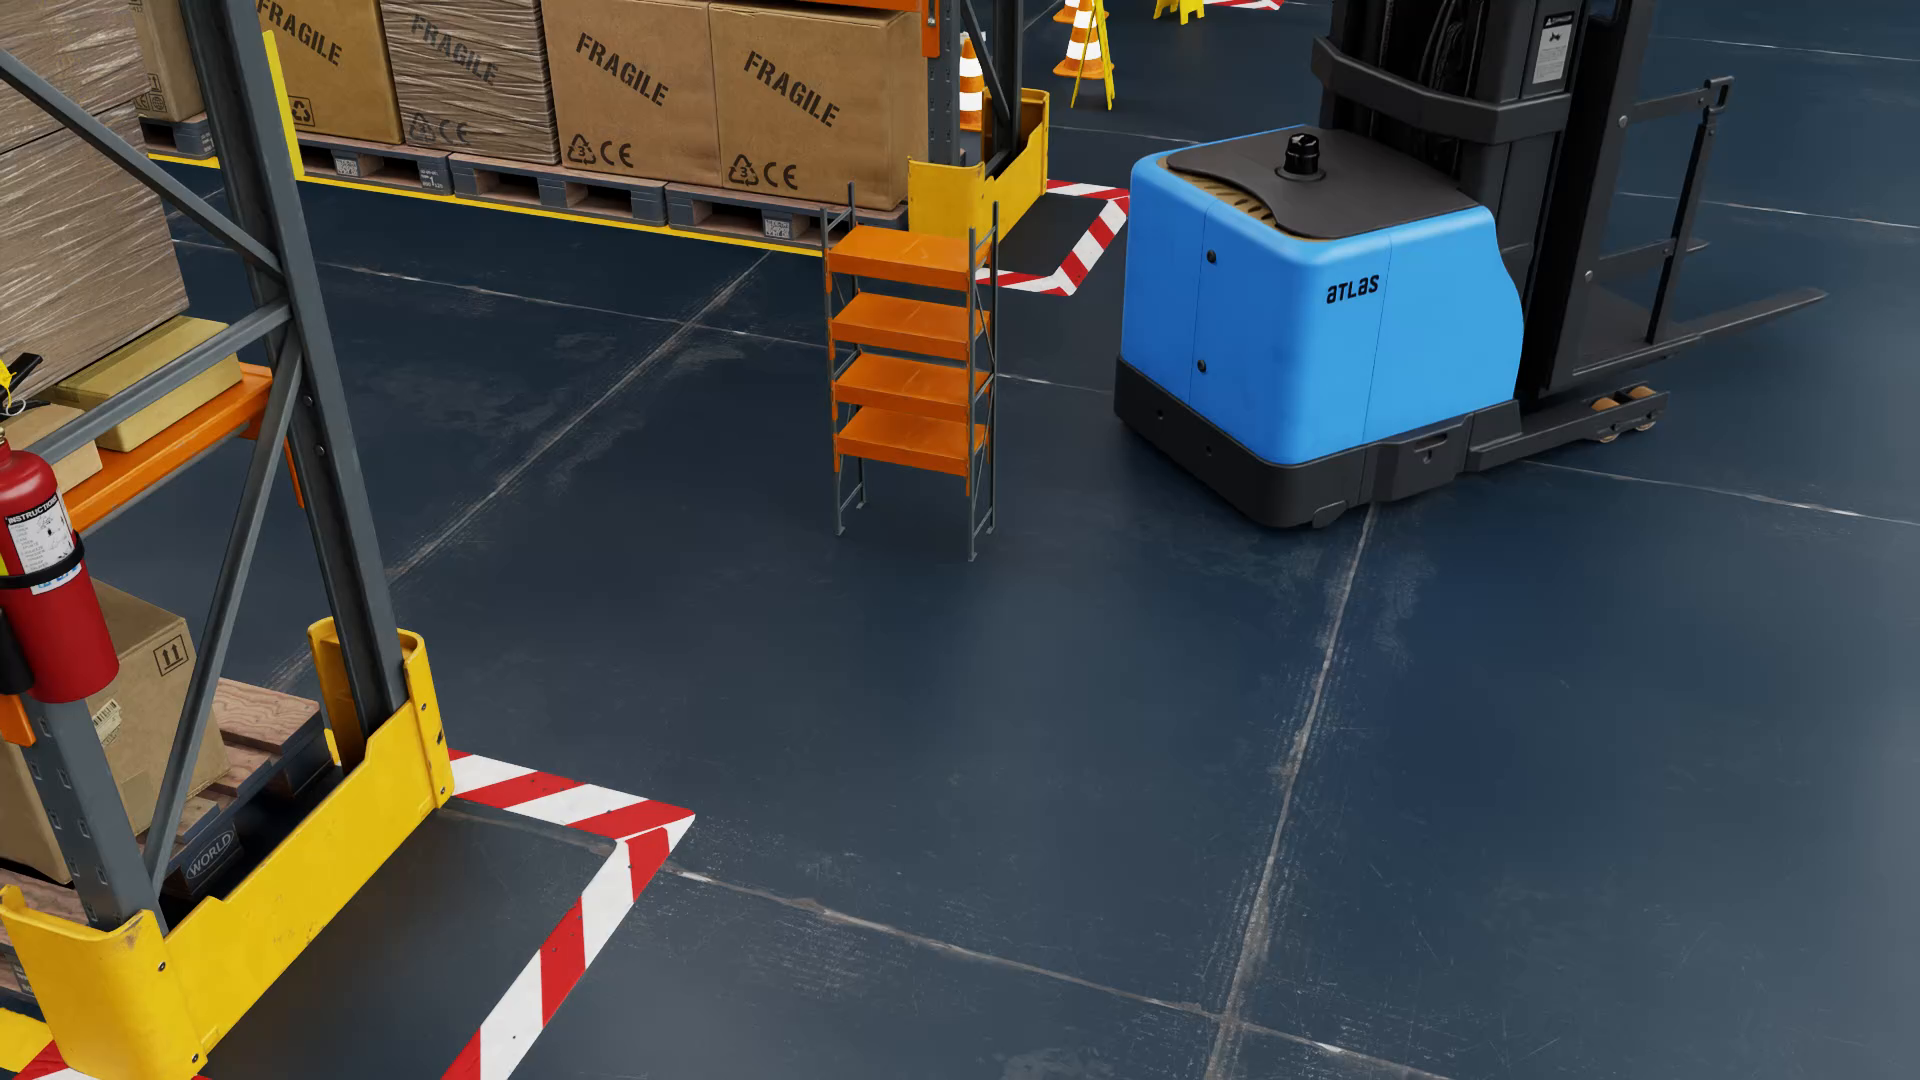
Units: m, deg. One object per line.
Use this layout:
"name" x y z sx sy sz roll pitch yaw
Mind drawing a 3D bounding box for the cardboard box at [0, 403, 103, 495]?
"cardboard box" -2.026 -0.141 3.435 0.250 0.149 0.380 11 34 16

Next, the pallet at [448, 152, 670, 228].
"pallet" -1.843 -1.973 8.611 1.213 0.211 1.003 11 34 16

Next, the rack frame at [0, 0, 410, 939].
"rack frame" -1.688 -0.300 3.449 0.127 3.000 1.000 11 34 16

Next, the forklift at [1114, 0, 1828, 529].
"forklift" 2.132 -1.836 5.891 3.031 2.935 1.130 -17 36 -24

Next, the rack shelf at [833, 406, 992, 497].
"rack shelf" -0.156 -0.311 5.616 0.480 0.148 0.258 11 34 16

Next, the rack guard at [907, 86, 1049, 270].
"rack guard" 0.103 -1.760 8.014 0.348 0.500 1.175 11 34 16

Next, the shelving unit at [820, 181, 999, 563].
"shelving unit" -0.156 -0.534 5.471 0.503 1.200 0.258 11 34 16

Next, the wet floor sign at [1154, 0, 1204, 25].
"wet floor sign" 1.473 -3.790 11.025 0.232 0.644 0.267 24 40 32

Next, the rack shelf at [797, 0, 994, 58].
"rack shelf" -1.802 -2.878 8.105 4.000 0.370 1.077 11 34 16

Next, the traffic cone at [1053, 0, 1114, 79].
"traffic cone" 0.761 -3.085 10.102 0.334 0.463 0.336 11 34 16

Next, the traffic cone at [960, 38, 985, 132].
"traffic cone" 0.060 -2.571 9.305 0.334 0.463 0.336 11 34 16

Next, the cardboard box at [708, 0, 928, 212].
"cardboard box" -0.580 -2.188 7.945 0.875 0.875 0.875 11 35 17

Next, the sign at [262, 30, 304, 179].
"sign" -1.505 -0.941 3.643 0.005 0.325 0.100 11 34 16

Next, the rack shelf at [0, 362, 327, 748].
"rack shelf" -3.571 -0.364 4.211 4.000 0.370 1.077 11 34 16

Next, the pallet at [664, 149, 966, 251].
"pallet" -0.698 -1.749 8.264 1.213 0.211 1.003 11 34 16

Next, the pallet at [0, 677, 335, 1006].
"pallet" -2.512 0.691 4.485 1.213 0.211 1.003 11 34 16

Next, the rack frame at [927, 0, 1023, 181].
"rack frame" 0.081 -2.814 7.343 0.127 3.000 1.000 11 34 16

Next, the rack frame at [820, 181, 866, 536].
"rack frame" -0.386 -0.579 5.541 0.015 1.200 0.240 11 34 16

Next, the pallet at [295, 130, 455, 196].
"pallet" -2.995 -2.195 8.956 1.213 0.211 1.003 11 34 16

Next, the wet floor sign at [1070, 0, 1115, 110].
"wet floor sign" 0.776 -2.831 9.539 0.232 0.644 0.267 5 33 8

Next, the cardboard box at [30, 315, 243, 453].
"cardboard box" -1.876 -0.368 3.787 0.250 0.149 0.380 11 34 16

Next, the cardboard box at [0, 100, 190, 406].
"cardboard box" -2.196 -0.582 3.519 0.500 0.500 0.875 11 34 16

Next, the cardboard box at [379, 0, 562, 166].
"cardboard box" -2.267 -2.516 8.453 0.875 0.875 0.875 11 35 17

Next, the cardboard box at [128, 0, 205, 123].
"cardboard box" -4.300 -2.845 9.078 0.750 0.750 1.050 11 34 16

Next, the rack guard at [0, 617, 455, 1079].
"rack guard" -1.759 0.736 4.149 0.348 0.500 1.175 11 34 16

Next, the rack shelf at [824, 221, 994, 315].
"rack shelf" -0.156 -0.864 5.258 0.480 0.148 0.258 11 34 16

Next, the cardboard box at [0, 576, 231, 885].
"cardboard box" -2.270 0.451 4.203 0.500 0.500 0.500 18 37 25

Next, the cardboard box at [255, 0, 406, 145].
"cardboard box" -3.116 -2.679 8.706 0.875 0.875 0.875 12 35 17

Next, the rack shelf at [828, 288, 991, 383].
"rack shelf" -0.156 -0.666 5.387 0.480 0.148 0.258 11 34 16

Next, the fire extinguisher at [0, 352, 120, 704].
"fire extinguisher" -1.736 -0.011 3.073 0.183 0.674 0.296 11 34 16

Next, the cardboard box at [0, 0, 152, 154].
"cardboard box" -2.114 -1.127 3.442 0.500 0.500 0.500 11 34 16

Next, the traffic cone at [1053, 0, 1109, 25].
"traffic cone" 0.816 -3.714 11.076 0.334 0.463 0.336 11 34 16

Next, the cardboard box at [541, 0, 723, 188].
"cardboard box" -1.409 -2.348 8.193 0.875 0.875 0.875 10 34 16

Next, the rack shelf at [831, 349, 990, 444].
"rack shelf" -0.156 -0.478 5.508 0.480 0.148 0.258 11 34 16

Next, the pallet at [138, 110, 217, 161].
"pallet" -4.437 -2.477 9.392 1.213 0.211 1.003 11 34 16

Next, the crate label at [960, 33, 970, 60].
"crate label" 0.000 -3.061 10.364 0.298 0.136 0.250 -6 33 -9

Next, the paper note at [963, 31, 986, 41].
"paper note" 0.094 -3.269 10.786 0.142 0.019 0.148 0 33 0

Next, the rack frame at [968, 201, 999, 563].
"rack frame" 0.074 -0.490 5.402 0.015 1.200 0.240 11 34 16
